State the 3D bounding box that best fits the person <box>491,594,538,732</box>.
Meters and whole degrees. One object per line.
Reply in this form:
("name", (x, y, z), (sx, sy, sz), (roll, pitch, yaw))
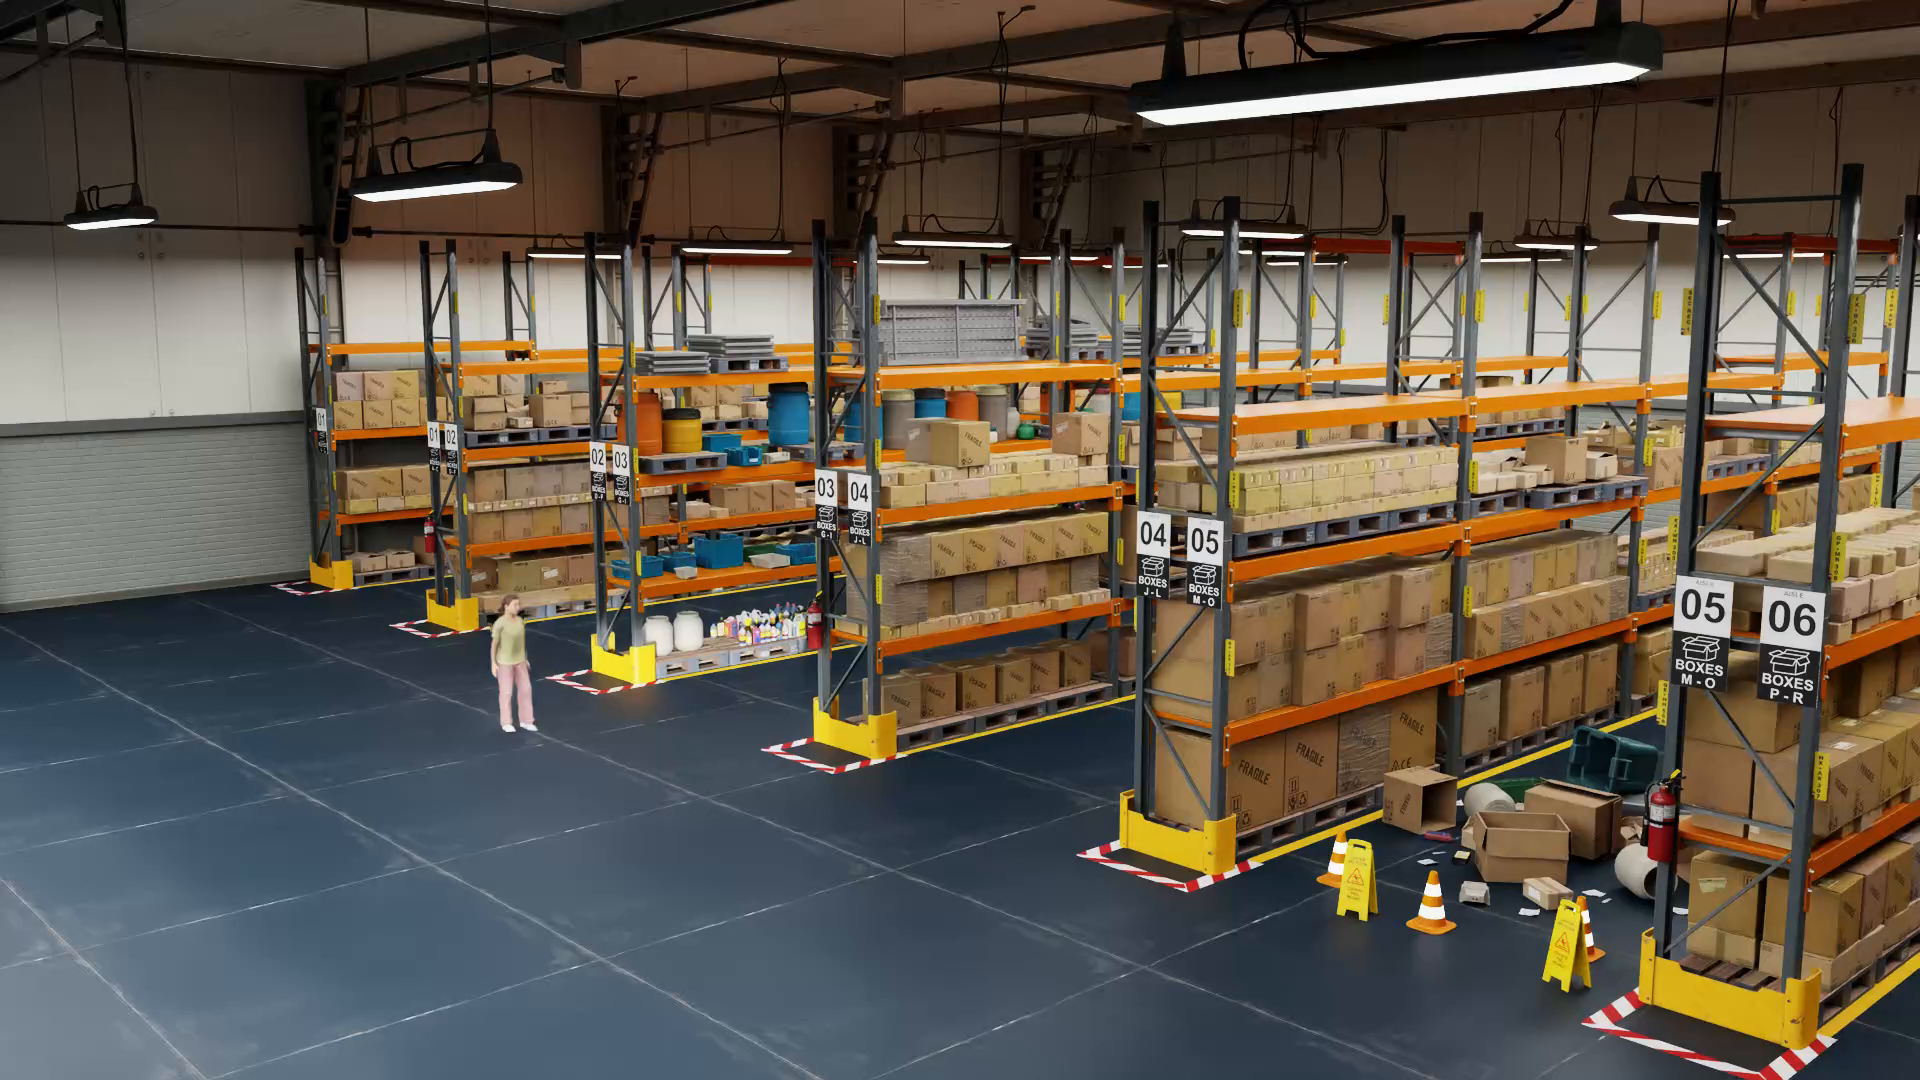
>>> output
("person", (-5.327, 1.483, 19.737), (0.407, 1.711, 0.531), (6, 10, 34))
